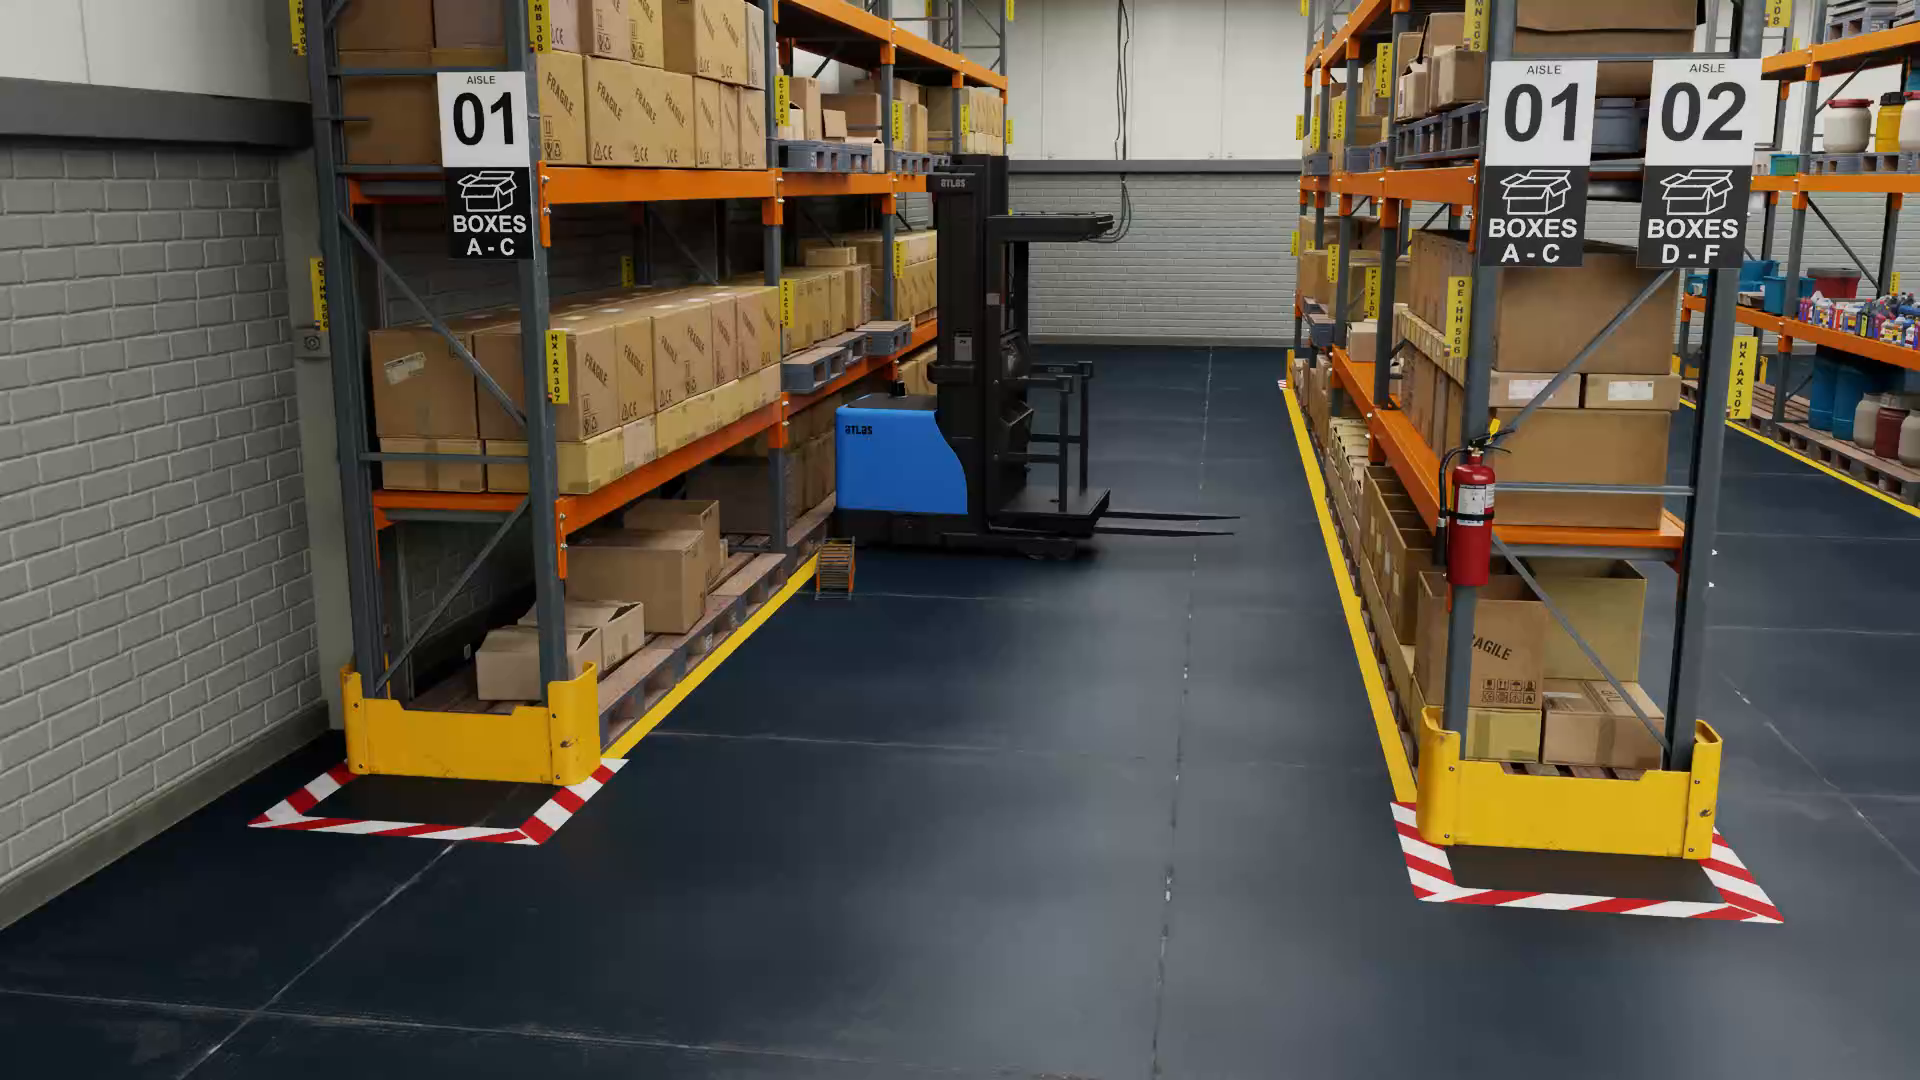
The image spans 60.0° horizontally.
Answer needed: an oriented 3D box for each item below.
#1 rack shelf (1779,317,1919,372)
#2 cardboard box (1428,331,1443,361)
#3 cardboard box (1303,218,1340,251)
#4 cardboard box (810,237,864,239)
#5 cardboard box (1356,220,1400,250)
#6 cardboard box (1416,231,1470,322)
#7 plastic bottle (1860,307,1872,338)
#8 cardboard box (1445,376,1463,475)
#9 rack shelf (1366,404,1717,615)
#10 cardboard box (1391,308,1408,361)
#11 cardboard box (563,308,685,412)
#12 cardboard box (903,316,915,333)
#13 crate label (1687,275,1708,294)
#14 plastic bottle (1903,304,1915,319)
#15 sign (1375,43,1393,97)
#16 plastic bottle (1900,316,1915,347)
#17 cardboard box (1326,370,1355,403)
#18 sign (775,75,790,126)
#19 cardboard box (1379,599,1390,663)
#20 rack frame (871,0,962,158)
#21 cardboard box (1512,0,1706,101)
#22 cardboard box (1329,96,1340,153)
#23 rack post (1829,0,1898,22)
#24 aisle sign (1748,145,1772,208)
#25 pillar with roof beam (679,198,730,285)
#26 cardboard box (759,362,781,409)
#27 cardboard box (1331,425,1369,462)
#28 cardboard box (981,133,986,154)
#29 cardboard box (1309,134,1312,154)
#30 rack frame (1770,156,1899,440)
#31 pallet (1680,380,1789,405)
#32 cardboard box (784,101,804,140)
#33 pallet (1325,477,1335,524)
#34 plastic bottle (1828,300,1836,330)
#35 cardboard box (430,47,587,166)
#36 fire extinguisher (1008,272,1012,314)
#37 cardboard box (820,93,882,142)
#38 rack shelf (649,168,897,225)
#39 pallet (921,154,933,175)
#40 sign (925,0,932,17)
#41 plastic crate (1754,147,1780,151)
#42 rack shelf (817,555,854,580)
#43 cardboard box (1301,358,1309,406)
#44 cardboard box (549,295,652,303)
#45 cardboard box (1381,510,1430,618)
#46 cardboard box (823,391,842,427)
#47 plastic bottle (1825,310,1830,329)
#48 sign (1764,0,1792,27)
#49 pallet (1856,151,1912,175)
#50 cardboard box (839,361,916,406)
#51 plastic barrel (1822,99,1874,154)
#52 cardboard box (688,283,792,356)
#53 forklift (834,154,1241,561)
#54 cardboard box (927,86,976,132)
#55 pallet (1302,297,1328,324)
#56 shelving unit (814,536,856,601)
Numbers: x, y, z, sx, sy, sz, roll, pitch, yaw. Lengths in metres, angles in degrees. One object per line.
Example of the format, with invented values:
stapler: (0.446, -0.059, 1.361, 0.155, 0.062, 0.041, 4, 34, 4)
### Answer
rack shelf: (8.998, -1.773, 15.808, 1.077, 0.370, 4.000, 2, 12, 9)
cardboard box: (2.714, -1.031, 8.879, 0.380, 0.149, 0.250, 2, 12, 8)
cardboard box: (4.466, -3.670, 20.292, 0.500, 0.500, 0.500, 2, 12, 8)
cardboard box: (-1.202, -2.810, 16.144, 0.500, 0.250, 0.500, 1, 12, 7)
cardboard box: (4.841, -3.436, 19.208, 0.500, 0.500, 0.500, 1, 12, 7)
cardboard box: (3.042, -1.522, 9.620, 0.700, 0.500, 0.500, 2, 12, 9)
plastic bottle: (8.555, -2.053, 15.679, 0.061, 0.283, 0.133, 2, 12, 9)
cardboard box: (2.808, -0.563, 8.246, 0.700, 0.500, 0.500, 2, 12, 9)
rack shelf: (2.873, -0.269, 8.829, 1.077, 0.370, 4.000, 2, 12, 9)
cardboard box: (3.473, -1.459, 12.406, 0.500, 0.500, 0.500, 2, 12, 9)
cardboard box: (-1.788, -0.967, 8.887, 0.500, 0.500, 0.500, 1, 12, 7)
cardboard box: (-0.648, -2.082, 16.083, 0.380, 0.149, 0.250, 2, 12, 10)
crate label: (9.557, -3.280, 21.350, 0.416, 0.233, 0.303, 2, 12, 9)
plastic bottle: (9.283, -2.177, 16.279, 0.097, 0.271, 0.097, 0, 12, 0)
sign: (2.643, -2.925, 10.353, 0.100, 0.325, 0.005, 2, 12, 9)
plastic bottle: (8.432, -1.855, 14.788, 0.097, 0.271, 0.097, 0, 12, 0)
cardboard box: (3.713, -1.443, 15.680, 0.500, 0.250, 0.500, 2, 12, 11)
sign: (-1.177, -2.900, 10.981, 0.100, 0.325, 0.005, 2, 12, 9)
cardboard box: (2.575, 0.501, 9.080, 0.500, 0.250, 0.500, 2, 12, 9)
rack frame: (-0.484, -5.795, 18.521, 1.000, 3.000, 0.127, 2, 12, 9)
cardboard box: (2.658, -2.114, 6.990, 0.797, 0.503, 0.637, 3, 12, 13)
cardboard box: (4.261, -4.369, 17.555, 0.600, 0.600, 0.600, 1, 12, 3)
rack post: (9.145, -5.262, 16.231, 0.937, 0.300, 0.954, 2, 12, 8)
aisle sign: (10.221, -4.650, 21.279, 0.394, 0.787, 0.004, 2, 12, 9)
pillar with roof beam: (2.100, -4.580, 12.885, 9.100, 9.000, 0.400, 2, 12, 9)
cardboard box: (-1.488, -1.025, 10.937, 0.500, 0.250, 0.500, 2, 12, 9)
cardboard box: (3.353, -0.796, 13.764, 0.500, 0.311, 0.500, 2, 12, 7)
cardboard box: (0.047, -4.857, 20.413, 0.500, 0.250, 0.500, 2, 12, 7)
cardboard box: (4.377, -4.658, 19.535, 0.500, 0.250, 0.500, 2, 12, 9)
rack frame: (9.305, -2.541, 17.664, 1.000, 3.000, 0.127, 2, 12, 9)
pallet: (9.755, -1.840, 21.031, 1.003, 0.211, 1.213, 2, 12, 9)
cardboard box: (-1.457, -3.064, 12.186, 0.500, 0.311, 0.500, 2, 12, 10)
pallet: (3.631, -0.336, 14.053, 1.003, 0.211, 1.213, 2, 12, 9)
plastic bottle: (8.691, -2.237, 16.528, 0.061, 0.283, 0.133, 2, 12, 9)
cardboard box: (-2.031, -1.950, 7.519, 0.500, 0.500, 0.500, 2, 12, 10)
fire extinguisher: (0.610, -3.491, 23.141, 0.296, 0.674, 0.183, 2, 12, 9)
cardboard box: (-1.083, -3.860, 15.385, 0.700, 0.500, 0.500, 1, 12, 4)
rack shelf: (-1.407, -2.728, 13.118, 1.077, 0.370, 4.000, 2, 12, 9)
pallet: (-0.884, -3.772, 16.704, 1.003, 0.211, 1.213, 2, 12, 11)
sign: (-0.416, -7.181, 22.359, 0.100, 0.325, 0.005, 2, 12, 9)
plastic crate: (9.414, -4.501, 19.784, 0.504, 0.338, 0.767, 2, 12, 9)
rack shelf: (-0.869, 0.198, 11.608, 0.258, 0.180, 0.103, 0, 12, -2)
cardboard box: (4.219, -1.823, 19.222, 0.500, 0.500, 0.500, 2, 12, 9)
cardboard box: (-2.158, -1.197, 9.958, 0.500, 0.500, 0.500, 2, 12, 10)
cardboard box: (2.572, 0.134, 9.001, 0.500, 0.500, 0.500, 2, 12, 9)
cardboard box: (-1.308, -1.121, 14.183, 0.500, 0.250, 0.500, 2, 12, 10)
plastic bottle: (8.726, -2.220, 16.646, 0.097, 0.201, 0.097, 0, 12, 0)
sign: (3.113, -2.117, 6.315, 0.100, 0.325, 0.005, 2, 12, 9)
pallet: (9.110, -3.512, 15.500, 1.003, 0.211, 1.213, 2, 12, 9)
cardboard box: (-0.856, -1.333, 16.162, 0.750, 0.750, 0.750, 2, 12, 8)
plastic barrel: (8.977, -4.178, 16.819, 0.433, 0.535, 0.433, 0, 12, 0)
cardboard box: (-1.602, -1.565, 11.856, 0.700, 0.500, 0.500, 2, 12, 9)
forklift: (0.609, -1.403, 12.547, 3.031, 2.935, 1.130, 3, 12, 13)
cardboard box: (-0.097, -5.015, 19.366, 0.500, 0.500, 0.500, 2, 12, 8)
pallet: (4.181, -2.446, 17.677, 1.003, 0.211, 1.213, 2, 12, 9)
shelving unit: (-0.871, 0.189, 11.651, 0.258, 0.189, 1.200, 0, 12, -2)
